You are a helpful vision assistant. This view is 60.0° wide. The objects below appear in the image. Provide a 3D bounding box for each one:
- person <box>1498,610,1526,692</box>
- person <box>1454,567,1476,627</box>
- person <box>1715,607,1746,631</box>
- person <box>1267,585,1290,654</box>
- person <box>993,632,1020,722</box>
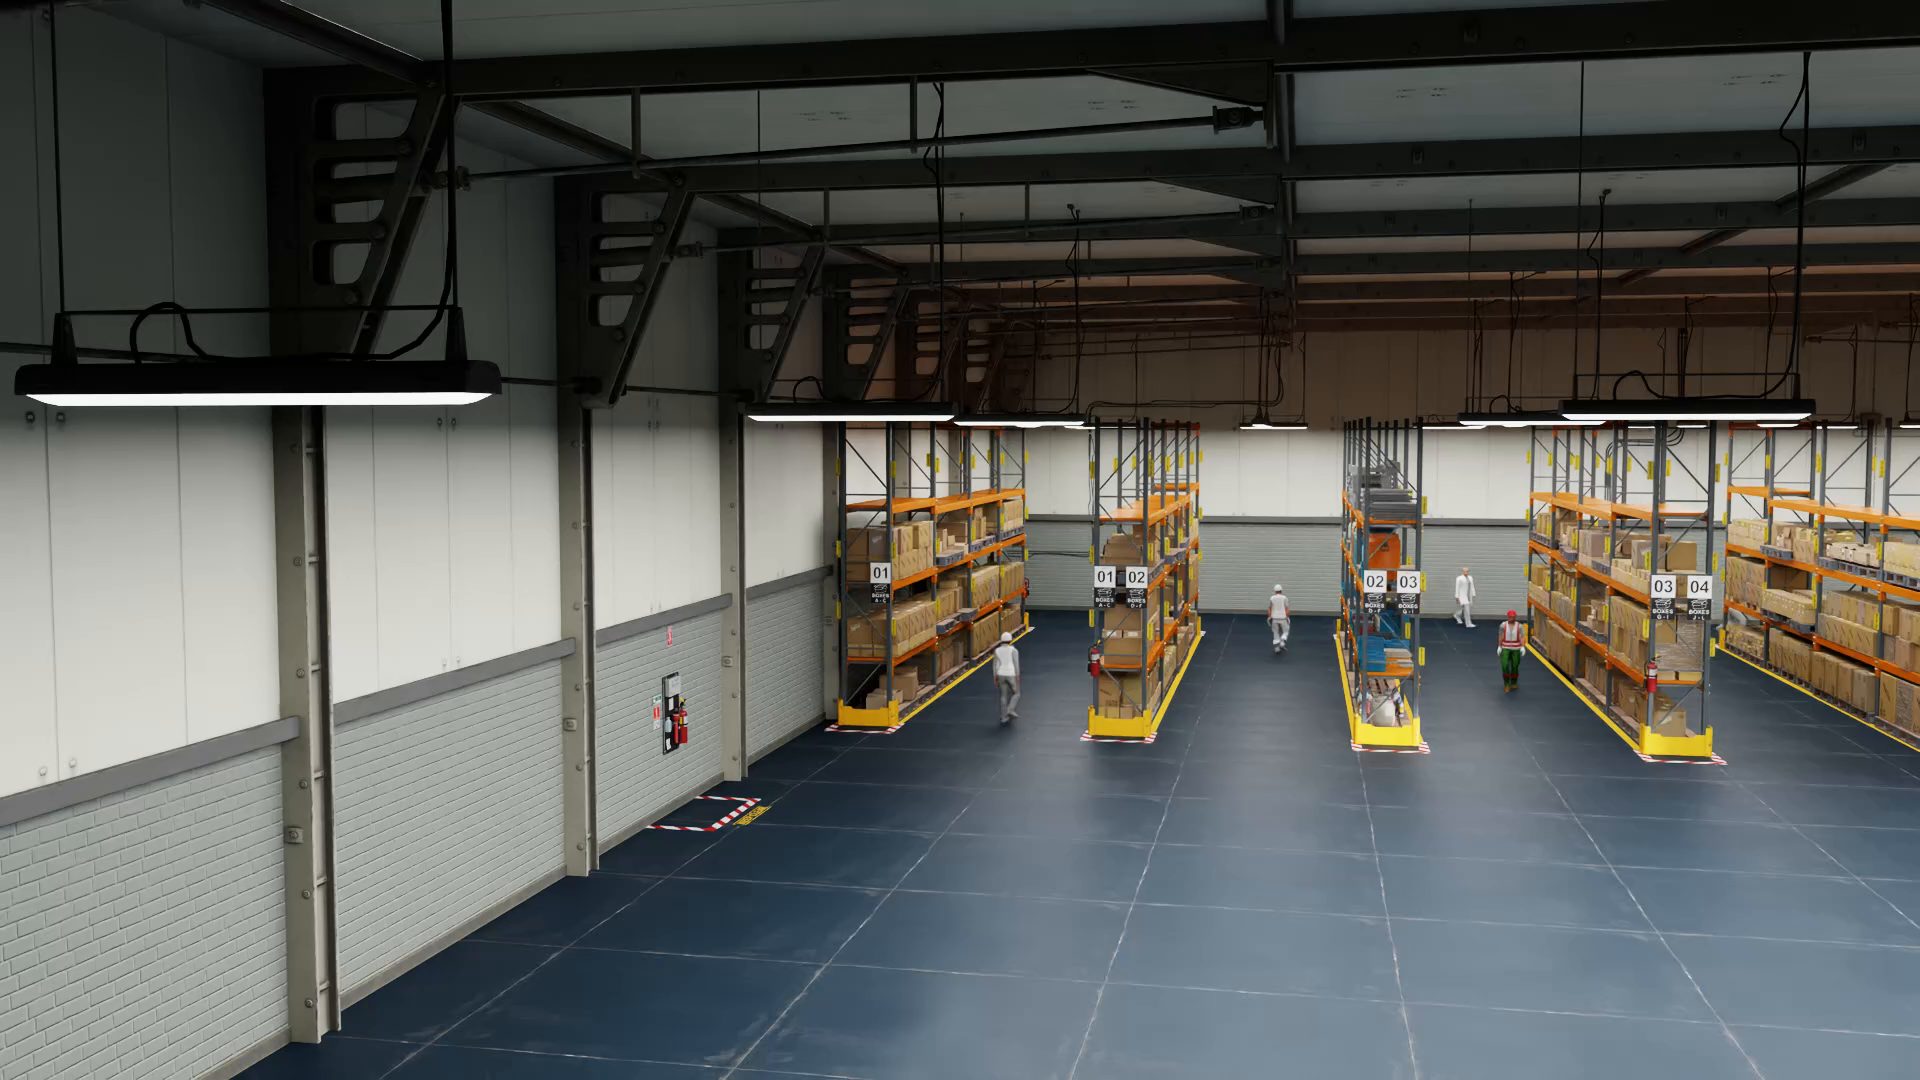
[{"bbox_3d":[12.218,2.459,36.838,0.597,1.842,0.535,1,4,21],"label":"person"},{"bbox_3d":[14.855,1.666,48.971,0.614,1.756,0.984,-2,4,-25],"label":"person"},{"bbox_3d":[21.565,1.894,46.327,1.007,1.626,0.529,3,5,39],"label":"person"},{"bbox_3d":[8.226,2.050,42.938,0.575,1.790,0.530,1,4,18],"label":"person"},{"bbox_3d":[0.915,2.698,32.887,0.570,1.763,0.478,1,4,22],"label":"person"}]
